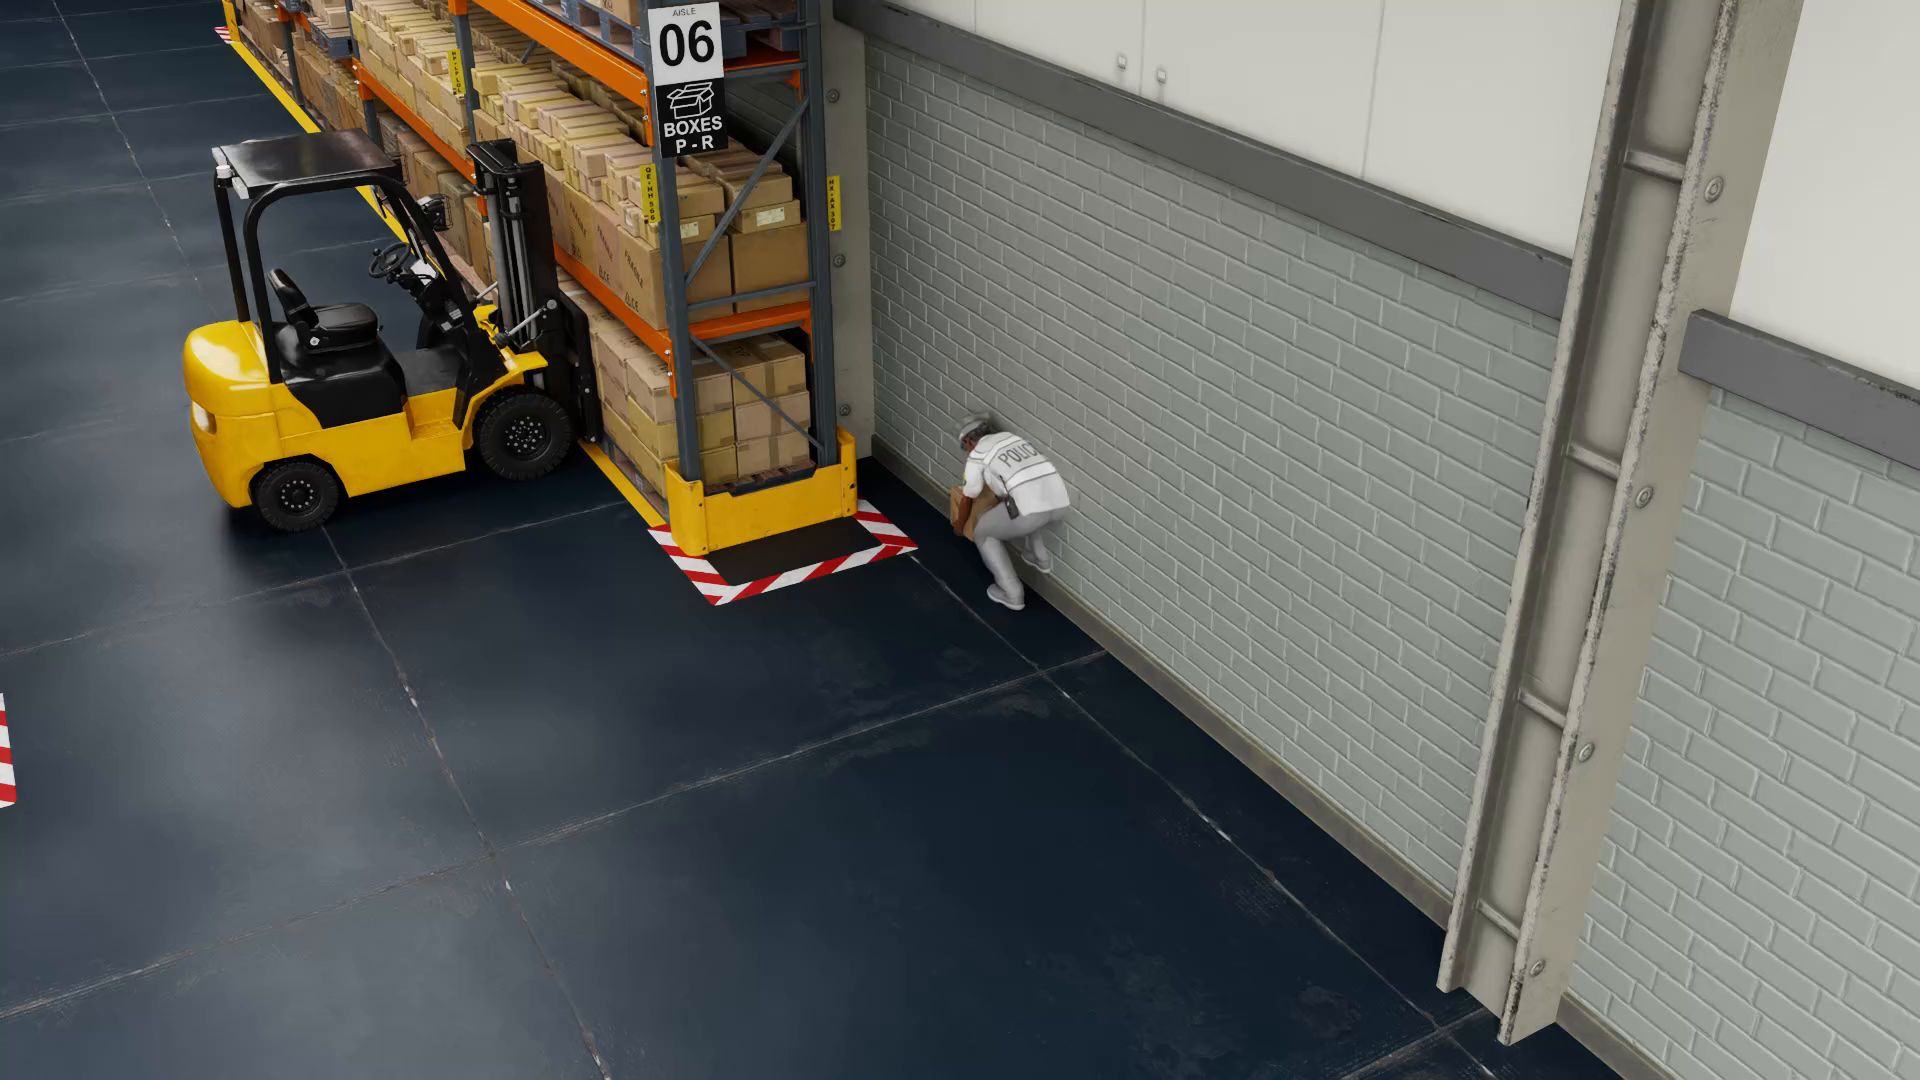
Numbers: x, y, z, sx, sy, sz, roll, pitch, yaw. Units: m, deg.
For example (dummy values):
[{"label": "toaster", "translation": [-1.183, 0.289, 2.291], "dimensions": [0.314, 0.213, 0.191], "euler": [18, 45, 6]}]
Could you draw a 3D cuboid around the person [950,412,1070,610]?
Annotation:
[{"label": "person", "translation": [0.281, -0.176, 9.565], "dimensions": [0.479, 0.990, 0.928], "euler": [-18, 34, -28]}]
